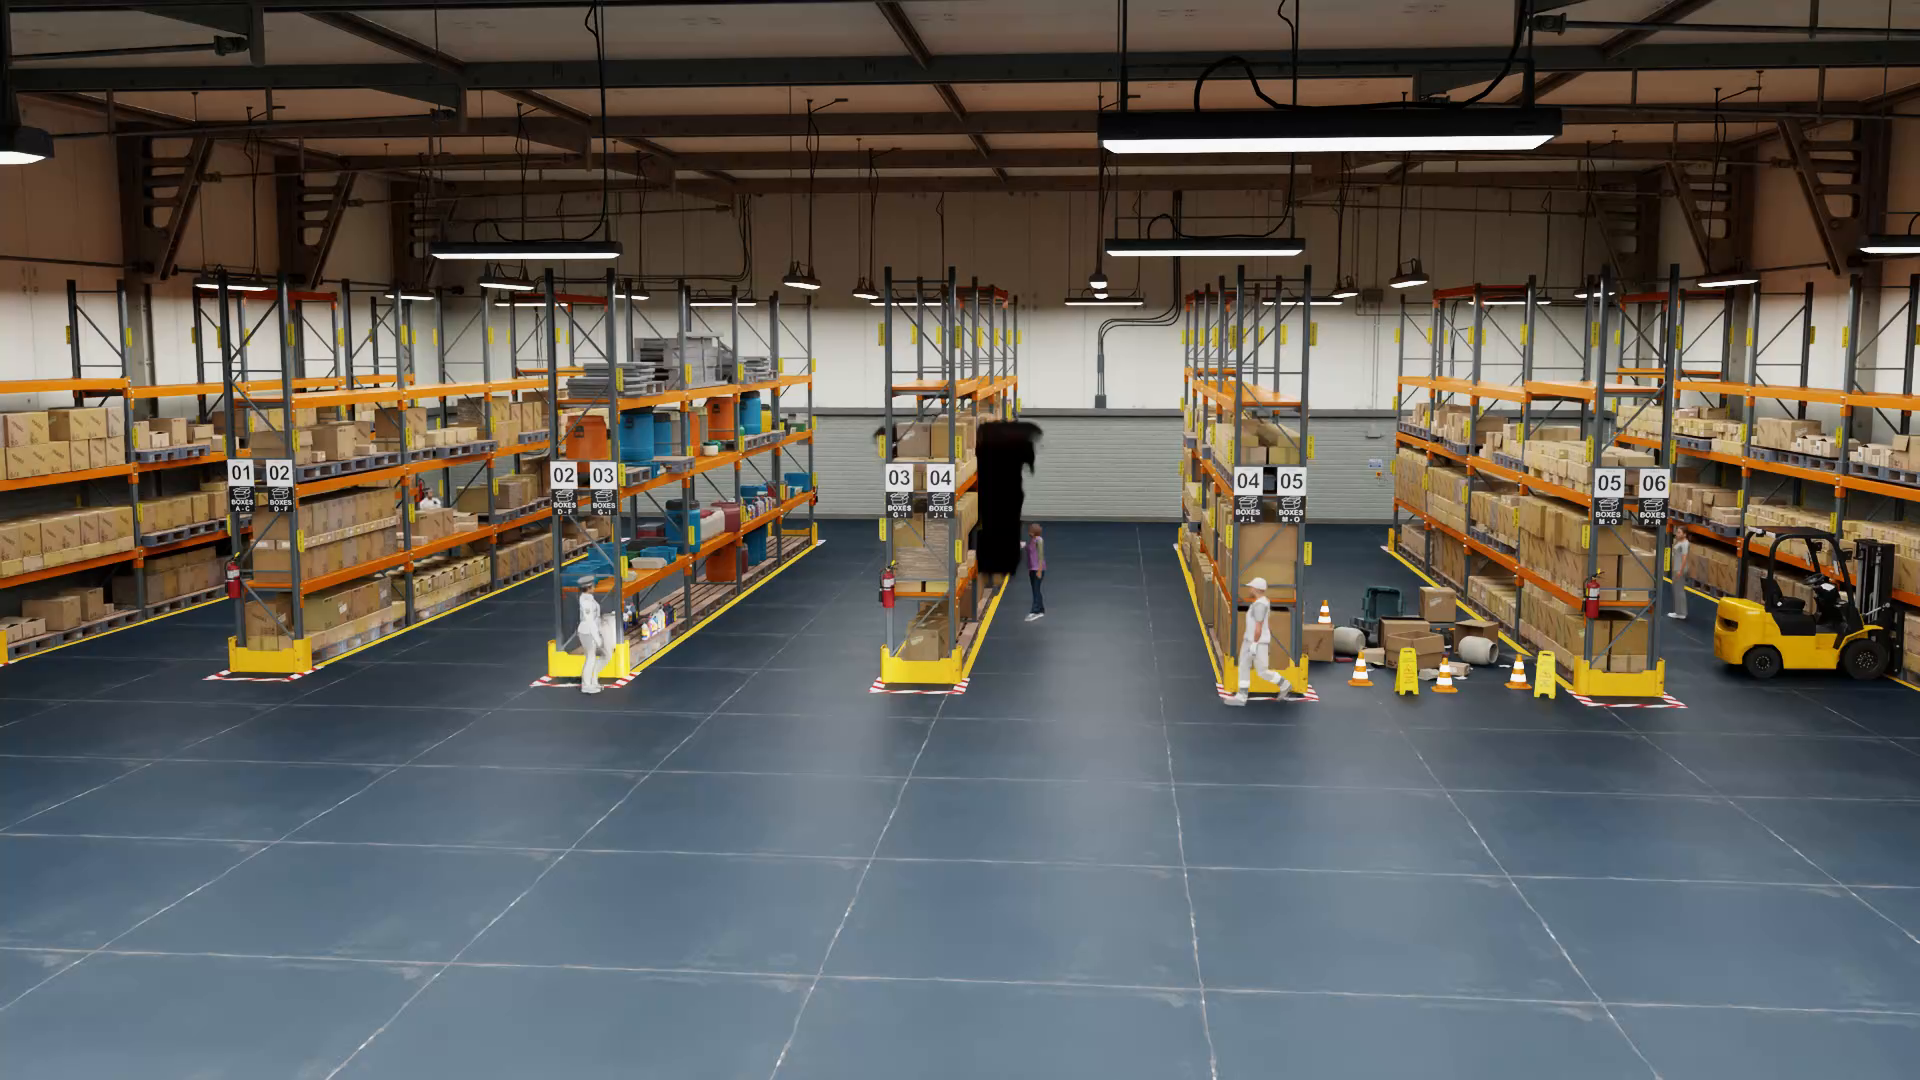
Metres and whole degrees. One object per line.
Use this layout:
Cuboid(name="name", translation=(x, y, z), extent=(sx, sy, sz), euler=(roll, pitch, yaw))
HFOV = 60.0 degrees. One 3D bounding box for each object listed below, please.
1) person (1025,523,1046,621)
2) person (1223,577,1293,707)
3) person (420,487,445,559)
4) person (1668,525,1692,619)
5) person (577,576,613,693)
Cuboid(name="person", translation=(1.229, 0.530, 27.929), extent=(0.499, 1.590, 0.452), euler=(-3, 8, -25))
Cuboid(name="person", translation=(4.079, 1.391, 22.592), extent=(0.906, 1.775, 0.489), euler=(-3, 7, -20))
Cuboid(name="person", translation=(-12.052, -0.411, 37.902), extent=(0.547, 1.626, 0.975), euler=(0, 7, 0))
Cuboid(name="person", translation=(12.884, 0.588, 29.783), extent=(0.373, 1.714, 0.471), euler=(5, 9, 37))
Cuboid(name="person", translation=(-5.178, 1.335, 23.338), extent=(0.462, 1.659, 0.468), euler=(2, 7, 16))
